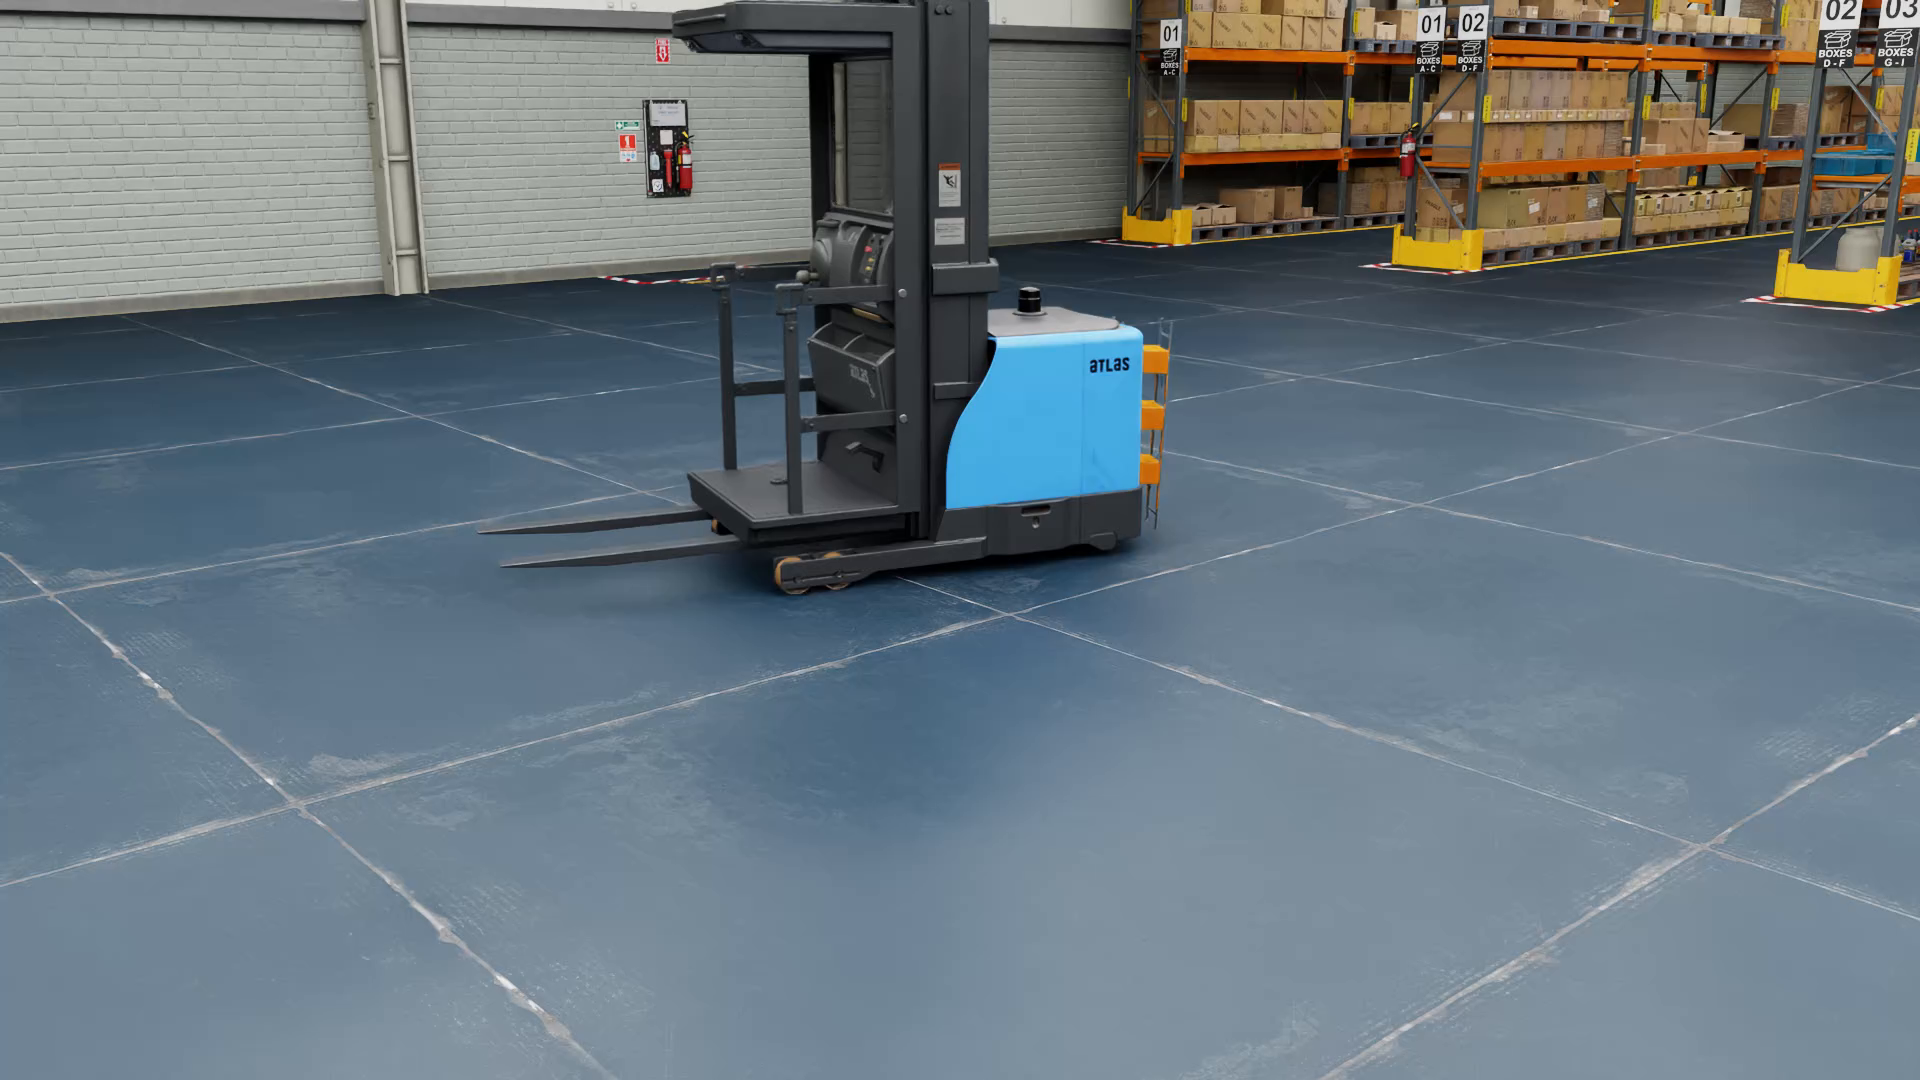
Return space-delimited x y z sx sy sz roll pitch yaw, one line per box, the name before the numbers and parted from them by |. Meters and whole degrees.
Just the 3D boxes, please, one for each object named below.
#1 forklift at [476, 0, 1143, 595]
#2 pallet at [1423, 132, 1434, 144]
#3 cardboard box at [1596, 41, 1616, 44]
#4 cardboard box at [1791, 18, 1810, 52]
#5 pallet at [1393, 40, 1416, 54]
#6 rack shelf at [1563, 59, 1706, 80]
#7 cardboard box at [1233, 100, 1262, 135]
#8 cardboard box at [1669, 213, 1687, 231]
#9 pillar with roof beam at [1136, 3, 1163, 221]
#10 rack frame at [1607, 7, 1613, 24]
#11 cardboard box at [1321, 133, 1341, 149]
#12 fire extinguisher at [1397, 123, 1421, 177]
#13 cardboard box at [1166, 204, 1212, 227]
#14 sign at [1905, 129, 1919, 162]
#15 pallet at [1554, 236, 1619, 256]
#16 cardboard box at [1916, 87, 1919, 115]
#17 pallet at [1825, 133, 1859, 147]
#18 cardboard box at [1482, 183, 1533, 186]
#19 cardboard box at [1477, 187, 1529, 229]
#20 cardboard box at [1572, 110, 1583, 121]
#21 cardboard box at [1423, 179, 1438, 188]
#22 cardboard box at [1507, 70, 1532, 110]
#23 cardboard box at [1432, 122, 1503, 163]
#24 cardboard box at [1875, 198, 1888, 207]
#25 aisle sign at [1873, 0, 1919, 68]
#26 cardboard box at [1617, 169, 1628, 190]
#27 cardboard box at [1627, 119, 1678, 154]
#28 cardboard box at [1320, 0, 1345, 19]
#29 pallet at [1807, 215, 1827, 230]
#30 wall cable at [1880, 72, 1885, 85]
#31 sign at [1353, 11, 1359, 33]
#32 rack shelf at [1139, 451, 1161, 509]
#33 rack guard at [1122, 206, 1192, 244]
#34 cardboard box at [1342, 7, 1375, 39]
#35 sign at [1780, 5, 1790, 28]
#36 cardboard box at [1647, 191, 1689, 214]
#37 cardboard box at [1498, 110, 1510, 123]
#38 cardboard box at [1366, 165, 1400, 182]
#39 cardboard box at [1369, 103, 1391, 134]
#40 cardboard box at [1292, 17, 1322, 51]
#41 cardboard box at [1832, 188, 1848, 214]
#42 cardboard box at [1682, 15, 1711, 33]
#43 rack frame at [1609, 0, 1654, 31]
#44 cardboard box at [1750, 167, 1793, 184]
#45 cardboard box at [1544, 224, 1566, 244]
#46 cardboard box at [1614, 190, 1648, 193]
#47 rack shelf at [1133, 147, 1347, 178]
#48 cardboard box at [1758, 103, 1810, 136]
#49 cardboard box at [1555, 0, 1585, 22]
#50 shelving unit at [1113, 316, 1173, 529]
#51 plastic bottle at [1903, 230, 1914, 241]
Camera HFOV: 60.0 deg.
forklift | -0.683 -1.328 7.541 3.031 2.935 1.130 -7 16 -23
pallet | 8.478 -7.074 29.294 1.003 0.211 1.213 -13 19 -39
cardboard box | 12.657 -9.680 32.147 0.500 0.250 0.500 -13 20 -40
cardboard box | 12.892 -8.009 26.416 0.500 0.500 0.910 -13 19 -39
pallet | 7.244 -8.250 27.873 1.003 0.211 1.213 -13 19 -39
rack shelf | 13.472 -9.427 33.310 4.000 0.370 1.077 -13 19 -39
cardboard box | 4.241 -6.443 25.358 0.500 0.500 0.500 -13 20 -41
cardboard box | 10.425 -4.736 24.684 0.500 0.250 0.500 -13 20 -41
pillar with roof beam | 5.696 -8.301 21.888 0.400 9.000 9.100 -13 19 -39
rack frame | 11.963 -10.885 31.561 0.127 3.000 1.000 -13 19 -39
cardboard box | 5.769 -6.429 26.758 0.500 0.250 0.500 -13 19 -39
fire extinguisher | 5.771 -5.023 21.391 0.183 0.674 0.296 -13 19 -39
cardboard box | 3.491 -4.967 25.389 0.500 0.311 0.500 13 20 41
sign | 9.771 -4.051 17.065 0.005 0.325 0.100 -13 19 -39
pallet | 8.555 -4.193 23.540 1.213 0.211 1.003 -13 19 -39
cardboard box | 16.924 -7.841 29.661 0.500 0.500 0.500 -12 19 -38
pallet | 14.543 -6.816 28.325 1.213 0.211 1.003 -13 19 -39
cardboard box | 7.497 -4.632 22.839 0.500 0.500 0.500 -13 19 -39
cardboard box | 7.091 -4.359 21.818 0.500 0.500 0.500 -13 19 -39
cardboard box | 8.159 -5.726 22.425 0.250 0.149 0.380 -12 19 -38
cardboard box | 7.971 -6.117 29.328 0.500 0.500 0.700 -13 20 -39
cardboard box | 6.959 -5.840 21.595 0.500 0.500 0.700 -13 20 -41
cardboard box | 6.525 -5.114 21.391 0.500 0.500 0.700 -13 19 -39
cardboard box | 16.322 -6.044 29.701 0.250 0.166 0.380 -13 19 -39
aisle sign | 9.552 -5.211 16.910 0.004 0.787 0.394 -13 19 -39
cardboard box | 12.975 -7.173 33.320 0.500 0.500 0.700 -13 20 -40
cardboard box | 10.170 -5.932 24.450 0.500 0.500 0.500 -11 18 -35
cardboard box | 5.728 -8.484 26.215 0.500 0.500 0.500 14 20 42
pallet | 13.708 -5.322 27.766 1.213 0.211 1.003 -13 19 -39
wall cable | 19.482 -10.951 37.826 0.112 2.526 3.097 -13 19 -39
sign | 6.290 -8.226 26.418 0.005 0.325 0.100 -13 19 -39
rack shelf | 0.873 -0.309 8.469 0.240 0.259 0.215 0 15 -9
rack guard | 2.968 -4.759 25.096 0.348 0.500 1.175 -13 19 -39
cardboard box | 6.393 -8.408 27.096 0.500 0.500 0.500 -9 18 -32
sign | 12.558 -7.973 25.317 0.005 0.325 0.100 -13 19 -39
cardboard box | 10.428 -5.006 24.606 0.500 0.311 0.500 -14 20 -41
cardboard box | 6.800 -5.421 21.282 0.250 0.149 0.380 -13 20 -41
cardboard box | 7.192 -6.290 28.525 0.500 0.250 0.500 -13 20 -41
cardboard box | 6.760 -7.065 27.839 0.500 0.500 0.700 -10 18 -34
cardboard box | 5.319 -7.921 26.048 0.500 0.500 0.500 14 20 42
cardboard box | 14.655 -5.806 28.164 0.500 0.500 0.500 -13 19 -39
cardboard box | 10.665 -7.559 24.400 0.500 0.250 0.500 14 20 42
rack frame | 9.182 -8.566 22.880 0.127 3.000 1.000 -13 19 -39
cardboard box | 13.560 -6.101 27.815 0.500 0.250 0.500 -13 20 -40
cardboard box | 7.848 -4.165 22.546 0.500 0.250 0.500 -13 19 -39
cardboard box | 10.066 -5.110 24.997 0.500 0.311 0.500 -13 20 -40
rack shelf | 4.419 -5.945 26.086 4.000 0.370 1.077 -13 19 -39
cardboard box | 13.416 -6.842 27.046 0.500 0.500 0.700 -9 17 -29
cardboard box | 7.857 -7.182 22.229 0.637 0.503 0.797 -10 18 -33
shelving unit | 0.885 -0.588 8.397 0.252 1.050 0.215 0 15 -9
plastic bottle | 11.407 -3.547 19.997 0.185 0.351 0.144 -14 20 -42
